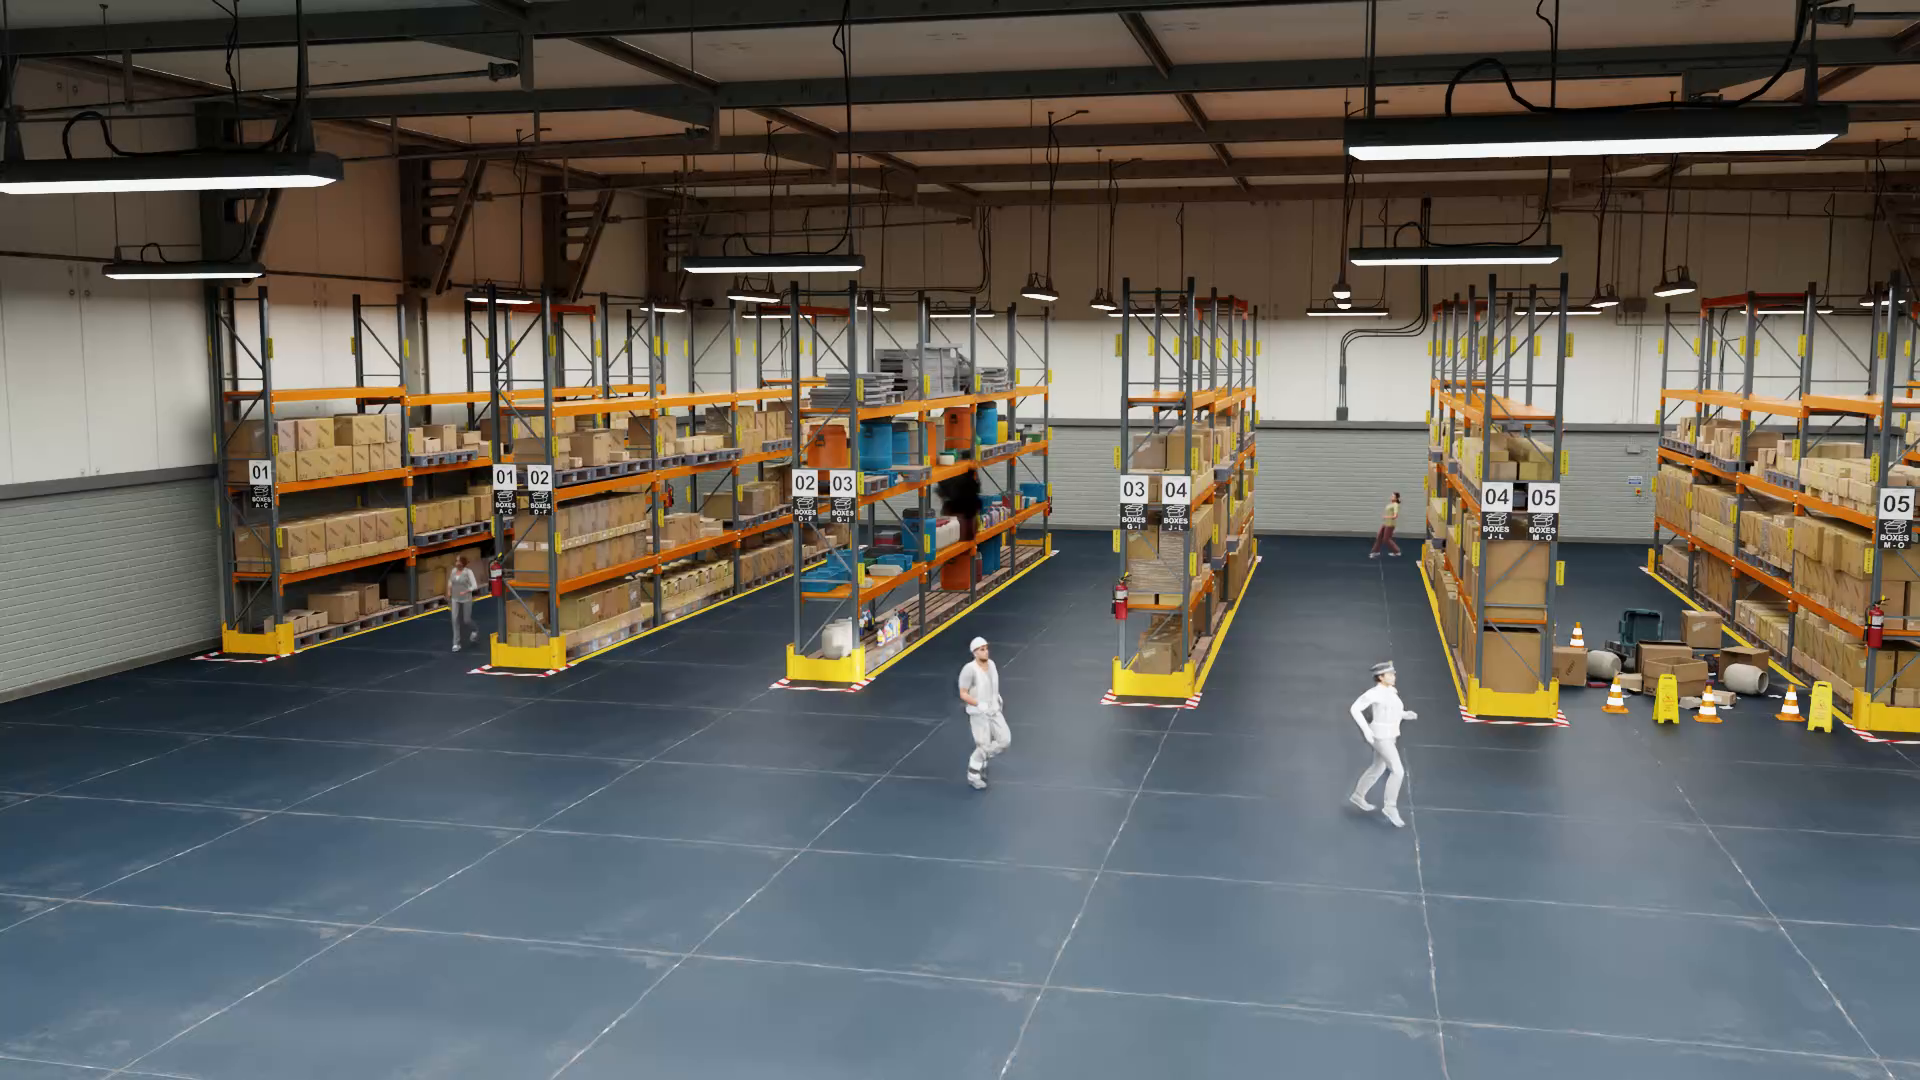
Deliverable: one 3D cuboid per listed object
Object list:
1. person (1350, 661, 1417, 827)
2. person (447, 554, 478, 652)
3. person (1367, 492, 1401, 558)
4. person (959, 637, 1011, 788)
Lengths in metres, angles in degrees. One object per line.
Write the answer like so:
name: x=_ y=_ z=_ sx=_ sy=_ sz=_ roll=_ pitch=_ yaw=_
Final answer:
person: x=4.491 y=2.140 z=17.677 sx=0.748 sy=1.752 sz=0.578 roll=5 pitch=8 yaw=37
person: x=-8.303 y=1.025 z=27.735 sx=0.559 sy=1.586 sz=0.855 roll=1 pitch=7 yaw=6
person: x=10.160 y=-0.352 z=39.606 sx=0.776 sy=1.637 sz=0.694 roll=1 pitch=7 yaw=5
person: x=0.303 y=1.968 z=18.916 sx=0.530 sy=1.742 sz=0.670 roll=6 pitch=9 yaw=44
